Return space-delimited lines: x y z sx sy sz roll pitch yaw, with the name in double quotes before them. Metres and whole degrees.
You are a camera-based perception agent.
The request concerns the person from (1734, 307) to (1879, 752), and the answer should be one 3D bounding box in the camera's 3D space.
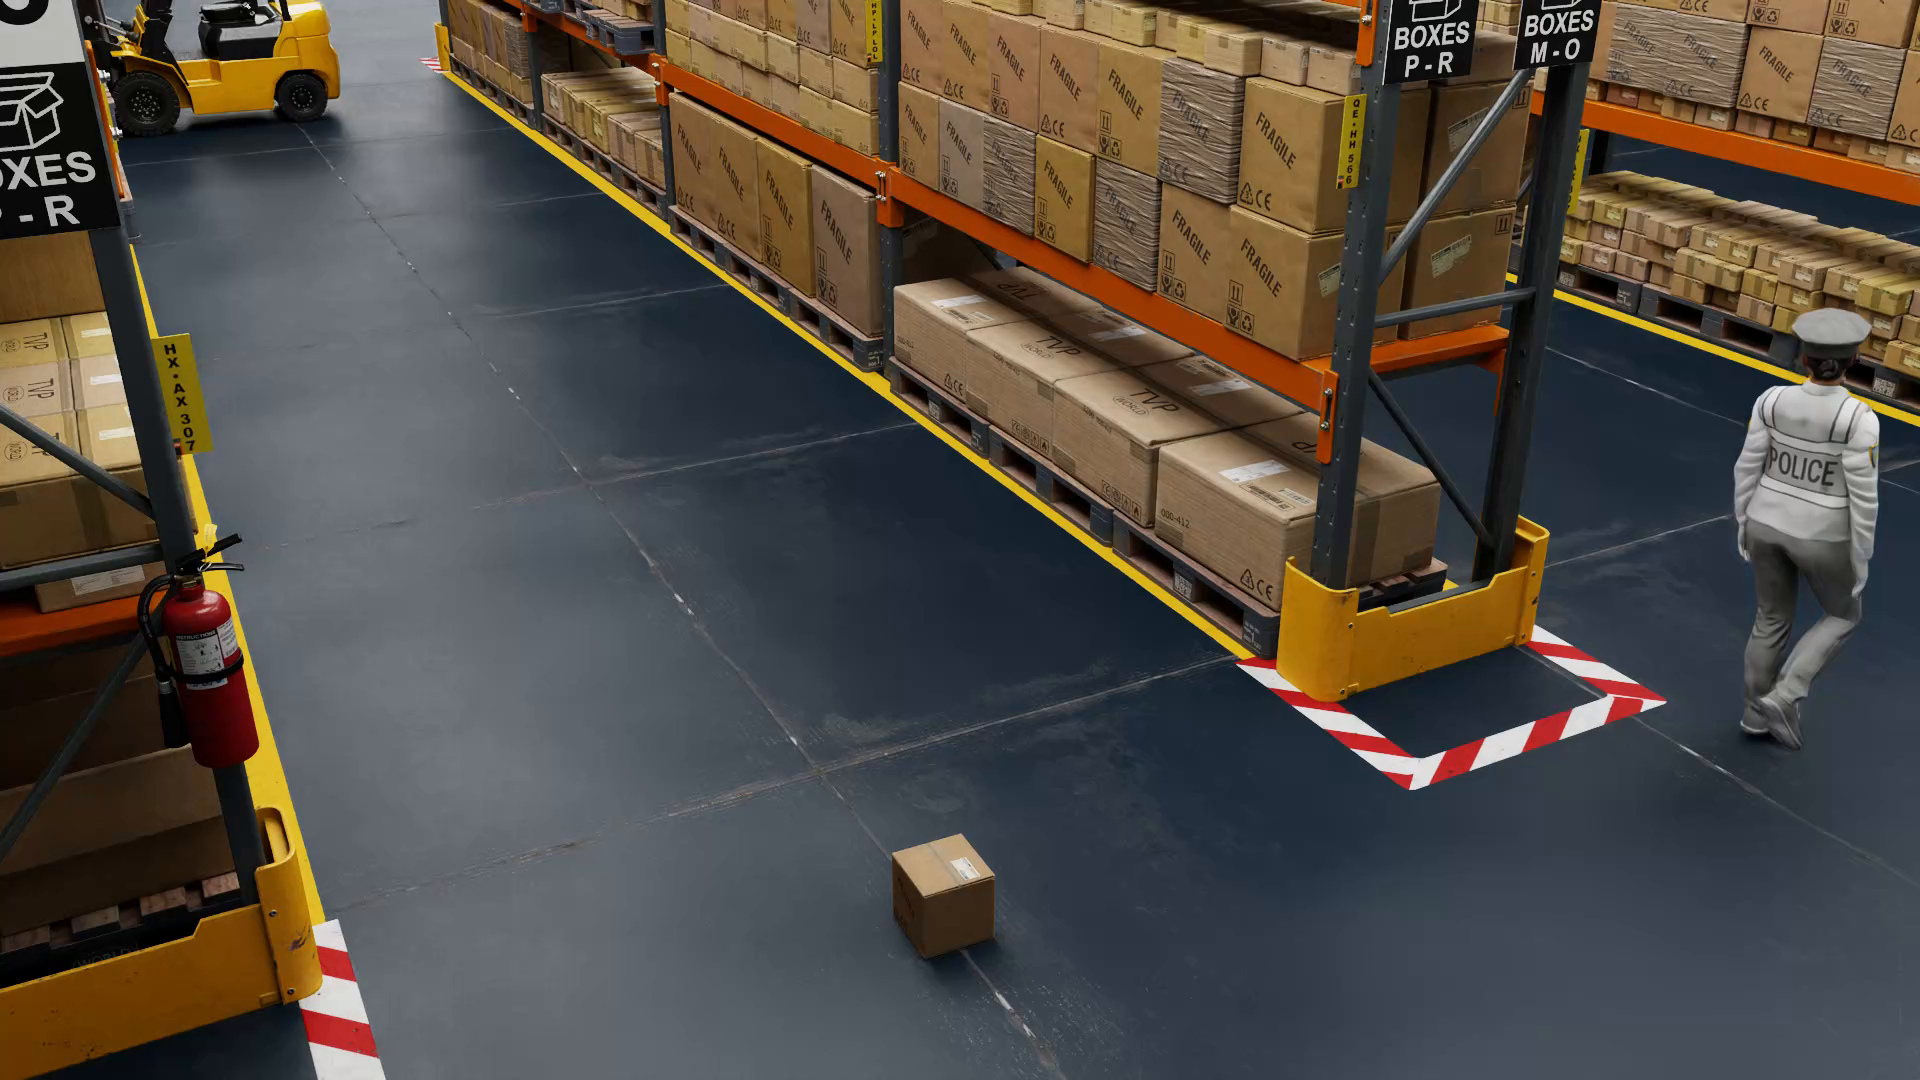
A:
"person" 3.070 -0.009 6.076 0.464 1.657 0.536 -19 31 -34
